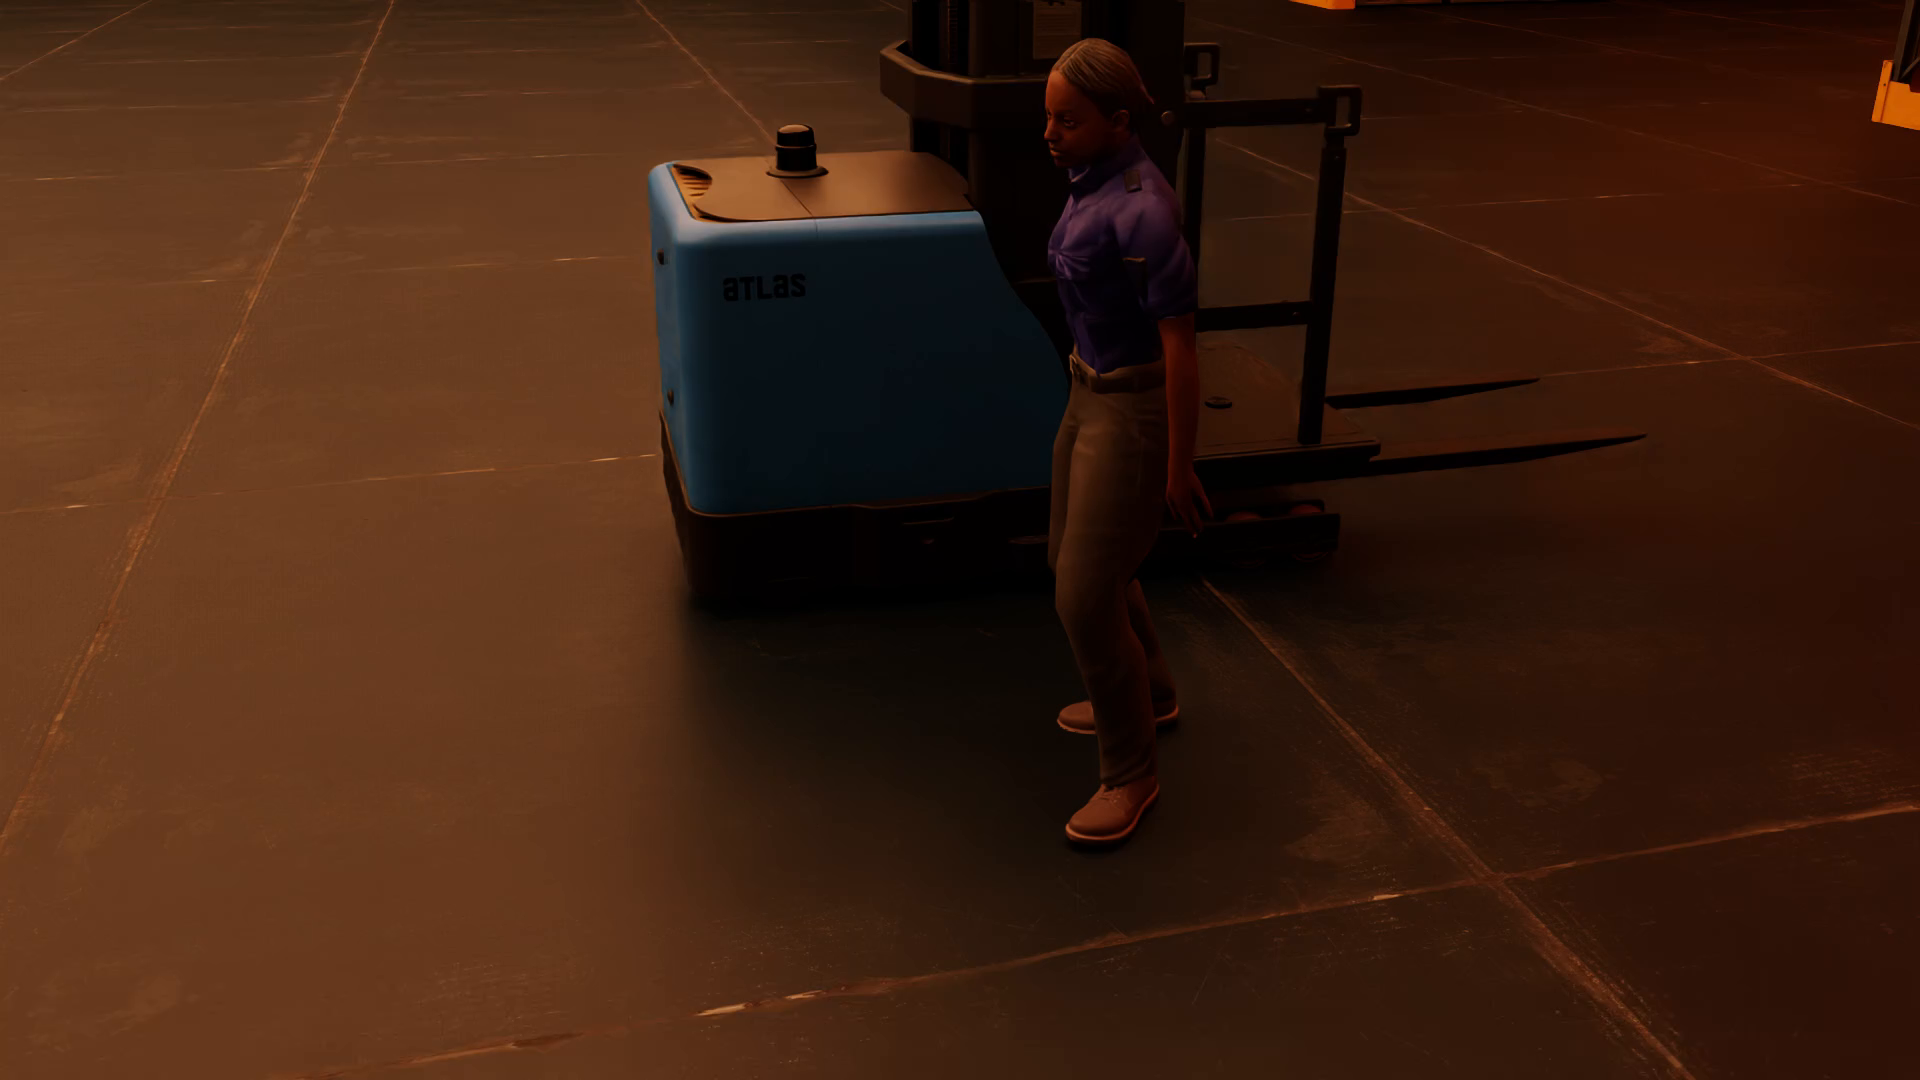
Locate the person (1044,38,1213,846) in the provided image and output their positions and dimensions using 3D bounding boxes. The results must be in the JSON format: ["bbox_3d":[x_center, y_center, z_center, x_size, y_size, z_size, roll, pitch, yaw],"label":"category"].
[{"bbox_3d":[0.352,-0.237,3.566,0.391,1.628,0.793,-3,23,-7],"label":"person"}]

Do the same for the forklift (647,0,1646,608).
[{"bbox_3d":[0.628,-1.459,4.738,3.031,2.935,1.130,-6,24,-13],"label":"forklift"}]
